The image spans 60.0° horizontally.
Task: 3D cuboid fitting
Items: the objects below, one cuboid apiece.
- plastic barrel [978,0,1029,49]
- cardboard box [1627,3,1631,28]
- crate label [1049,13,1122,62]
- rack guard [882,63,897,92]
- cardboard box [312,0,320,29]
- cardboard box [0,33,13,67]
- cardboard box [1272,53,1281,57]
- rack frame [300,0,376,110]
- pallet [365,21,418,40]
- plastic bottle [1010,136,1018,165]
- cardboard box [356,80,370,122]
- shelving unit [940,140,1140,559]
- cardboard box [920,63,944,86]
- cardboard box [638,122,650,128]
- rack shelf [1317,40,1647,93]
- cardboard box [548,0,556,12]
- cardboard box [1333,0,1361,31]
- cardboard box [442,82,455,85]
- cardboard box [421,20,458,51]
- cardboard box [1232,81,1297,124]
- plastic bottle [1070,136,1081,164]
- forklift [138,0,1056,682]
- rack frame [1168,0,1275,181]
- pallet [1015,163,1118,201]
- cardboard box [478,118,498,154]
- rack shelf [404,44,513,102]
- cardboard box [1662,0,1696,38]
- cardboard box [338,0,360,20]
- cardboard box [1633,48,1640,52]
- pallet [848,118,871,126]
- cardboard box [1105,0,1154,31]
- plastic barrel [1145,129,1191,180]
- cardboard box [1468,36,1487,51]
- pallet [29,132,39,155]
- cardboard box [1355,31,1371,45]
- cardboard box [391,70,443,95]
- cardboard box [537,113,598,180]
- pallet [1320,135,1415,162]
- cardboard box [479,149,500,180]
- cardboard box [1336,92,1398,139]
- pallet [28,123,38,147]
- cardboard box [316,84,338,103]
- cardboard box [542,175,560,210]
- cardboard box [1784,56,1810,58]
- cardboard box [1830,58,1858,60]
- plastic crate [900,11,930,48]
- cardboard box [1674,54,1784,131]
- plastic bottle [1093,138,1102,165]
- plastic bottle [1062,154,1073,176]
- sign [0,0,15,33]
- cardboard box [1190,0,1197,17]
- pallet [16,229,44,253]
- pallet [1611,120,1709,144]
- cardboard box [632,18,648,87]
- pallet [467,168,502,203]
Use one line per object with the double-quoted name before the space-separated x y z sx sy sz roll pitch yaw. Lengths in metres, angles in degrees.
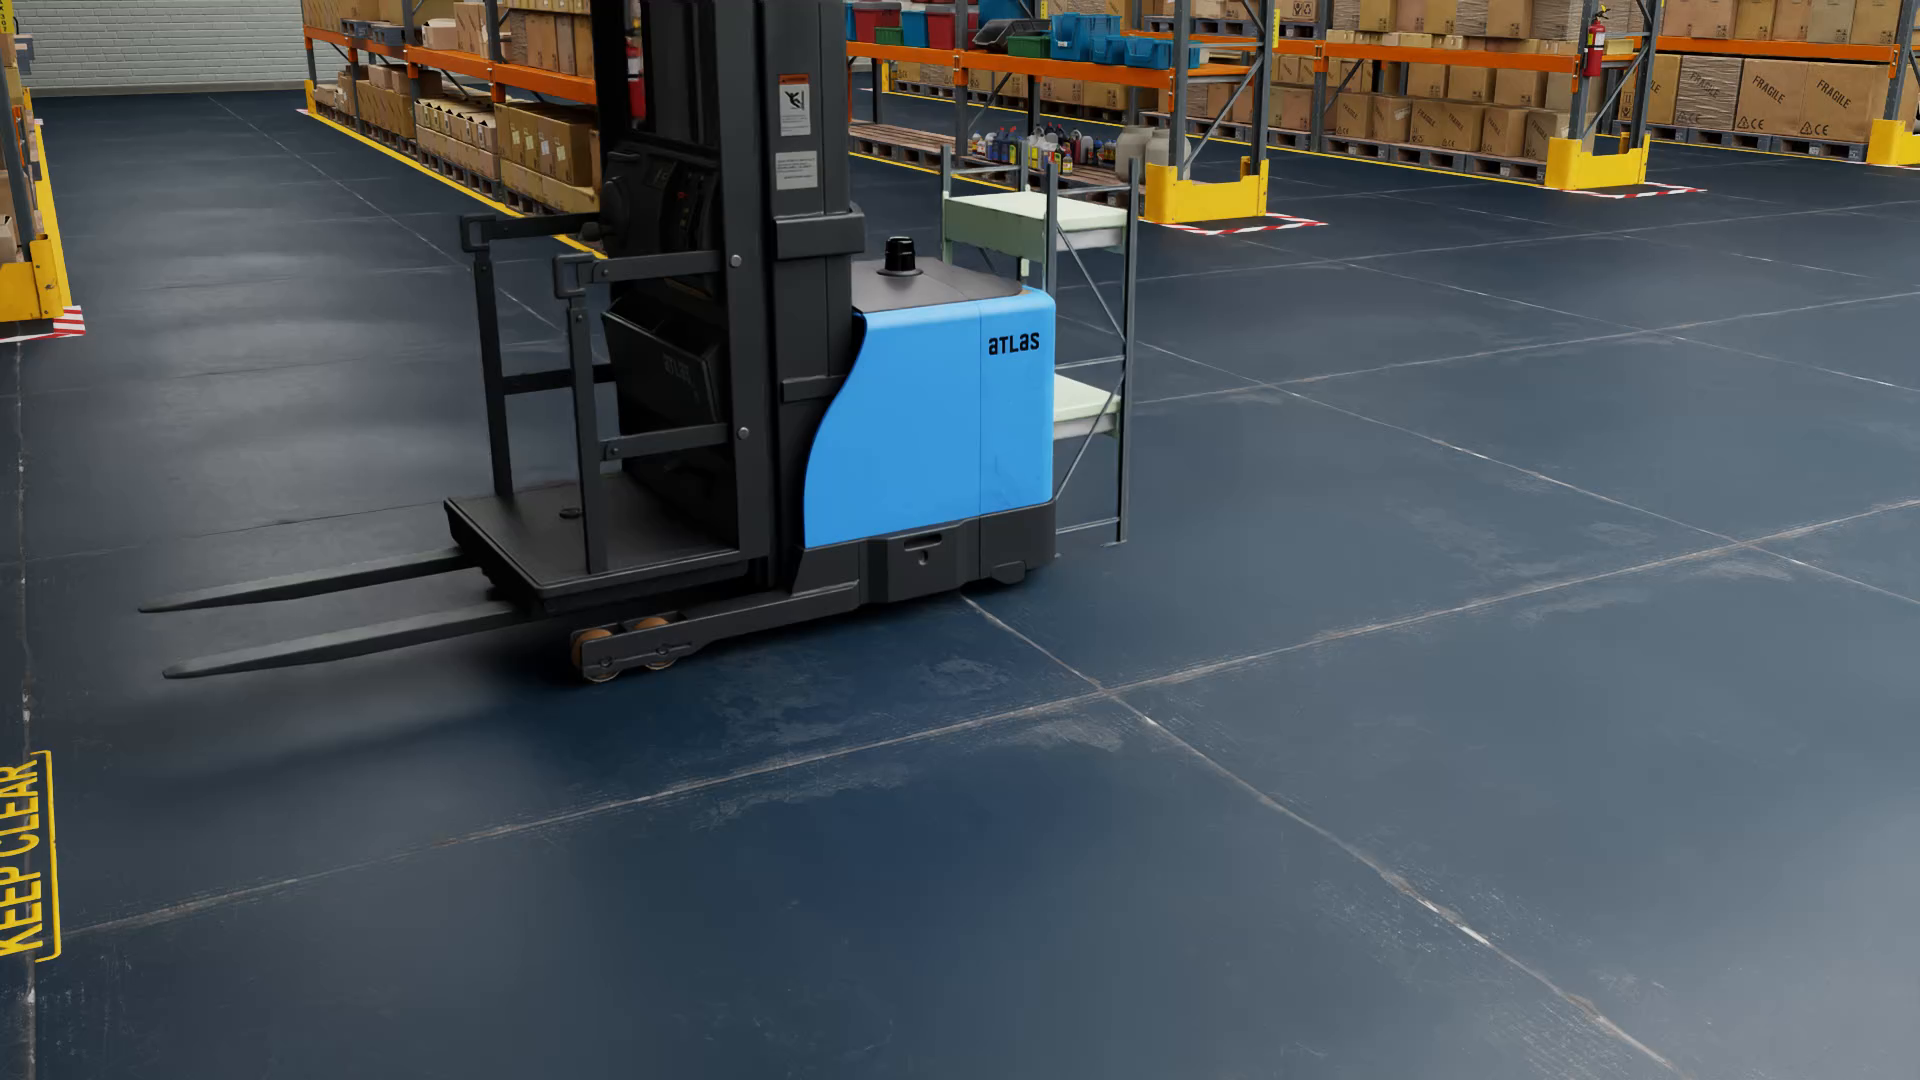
"plastic barrel" 0.499 -5.887 18.324 0.600 0.901 0.708 -10 21 -27
"cardboard box" 9.175 -7.238 22.856 0.500 0.500 0.500 -10 21 -26
"crate label" 1.203 -4.847 16.025 0.502 0.435 0.616 -10 21 -27
"rack guard" -0.935 -8.529 30.583 1.175 0.500 0.348 -10 21 -27
"cardboard box" -9.180 -7.758 24.362 0.500 0.500 0.500 -10 21 -27
"cardboard box" -6.366 -3.286 10.605 0.500 0.500 0.500 -10 21 -27
"cardboard box" 5.507 -8.413 28.453 0.500 0.250 0.500 -11 22 -29
"rack frame" -9.644 -8.171 25.711 1.000 3.000 0.127 -10 21 -27
"pallet" -6.772 -6.341 20.703 1.003 0.211 1.213 -10 21 -27
"plastic bottle" 0.565 -4.012 17.149 0.061 0.283 0.133 -9 21 -24
"cardboard box" -7.729 -5.872 22.208 0.500 0.500 0.500 -11 22 -29
"shelving unit" 0.292 -0.767 6.554 0.431 1.500 0.755 -11 22 -30
"cardboard box" -0.117 -8.466 29.180 0.875 0.875 0.875 -10 21 -27
"cardboard box" -2.344 -3.162 13.619 0.500 0.500 0.500 -10 21 -27
"rack shelf" 5.724 -5.345 18.625 1.077 0.370 4.000 -10 21 -27
"cardboard box" -3.250 -4.528 14.009 0.380 0.149 0.250 -10 21 -27
"cardboard box" 4.934 -6.308 19.705 0.875 0.500 0.500 -10 21 -27
"cardboard box" -6.793 -5.664 21.605 0.500 0.500 0.500 -10 21 -26
"cardboard box" -5.591 -5.545 18.239 0.500 0.311 0.500 -10 22 -27
"cardboard box" 4.026 -5.765 21.899 0.700 0.500 0.500 -12 22 -31
"plastic bottle" 1.200 -4.064 17.300 0.061 0.283 0.133 -10 21 -27
"forklift" -1.173 -1.128 5.406 3.031 2.935 1.130 -11 22 -29
"rack frame" 2.315 -4.344 14.621 1.000 3.000 0.127 -10 21 -27
"pallet" 1.281 -3.624 16.810 1.003 0.211 1.213 -10 21 -27
"cardboard box" -4.390 -3.961 16.225 0.500 0.311 0.500 -10 21 -27
"rack shelf" -4.895 -4.960 17.509 1.077 0.370 4.000 -10 21 -27
"cardboard box" 9.654 -6.811 21.541 0.875 0.550 0.550 -10 21 -27
"cardboard box" -7.716 -7.097 21.804 0.500 0.500 0.700 16 25 39
"cardboard box" 11.342 -8.348 28.838 0.875 0.875 0.875 -10 22 -27
"pallet" -1.895 -5.542 22.368 1.003 0.211 1.213 -10 21 -27
"cardboard box" 2.423 -7.558 23.783 0.500 0.500 0.500 -9 21 -25
"plastic barrel" 1.935 -3.543 15.471 0.421 0.512 0.421 0 19 0
"cardboard box" 5.749 -5.398 18.062 0.380 0.149 0.250 -10 21 -27
"pallet" -11.669 -4.726 20.004 1.003 0.211 1.213 -10 21 -27
"cardboard box" 4.862 -5.891 19.490 0.380 0.149 0.250 -10 21 -27
"cardboard box" -6.526 -5.503 19.987 0.500 0.250 0.500 -9 21 -25
"cardboard box" -3.287 -3.367 14.213 0.500 0.500 0.500 -10 21 -27
"pallet" 5.124 -4.754 20.084 1.003 0.211 1.213 -10 21 -27
"cardboard box" -4.398 -3.699 16.323 0.500 0.250 0.500 -10 22 -27
"cardboard box" 4.929 -5.155 20.160 0.500 0.500 0.500 -11 22 -28
"pallet" -12.394 -5.166 21.279 1.003 0.211 1.213 -10 21 -27
"cardboard box" -9.398 -6.735 25.092 0.500 0.250 0.500 -10 21 -27
"cardboard box" -3.284 -3.013 14.337 0.500 0.250 0.500 -10 21 -27
"cardboard box" 15.573 -8.817 30.774 0.500 0.500 0.500 -9 21 -25
"cardboard box" 16.247 -8.607 29.973 0.875 0.625 0.625 -9 21 -25
"plastic crate" -0.382 -5.753 18.729 0.392 0.384 0.575 -10 21 -27
"cardboard box" 9.856 -5.743 21.290 0.875 0.875 0.875 -10 21 -26
"plastic bottle" 1.422 -4.016 17.179 0.097 0.271 0.097 0 19 0
"plastic bottle" 1.057 -3.688 16.337 0.097 0.201 0.097 0 19 0
"sign" -5.926 -3.302 10.276 0.100 0.325 0.005 -10 21 -27
"cardboard box" 3.520 -7.360 22.564 0.700 0.500 0.500 -7 20 -19
"pallet" -7.370 -2.101 12.397 1.003 0.211 1.213 -10 21 -27
"pallet" 9.480 -5.450 22.101 1.003 0.211 1.213 -10 21 -27
"cardboard box" -2.256 -3.761 12.778 0.700 0.500 0.500 -10 21 -27
"pallet" -4.330 -3.613 16.779 1.003 0.211 1.213 -10 21 -27
